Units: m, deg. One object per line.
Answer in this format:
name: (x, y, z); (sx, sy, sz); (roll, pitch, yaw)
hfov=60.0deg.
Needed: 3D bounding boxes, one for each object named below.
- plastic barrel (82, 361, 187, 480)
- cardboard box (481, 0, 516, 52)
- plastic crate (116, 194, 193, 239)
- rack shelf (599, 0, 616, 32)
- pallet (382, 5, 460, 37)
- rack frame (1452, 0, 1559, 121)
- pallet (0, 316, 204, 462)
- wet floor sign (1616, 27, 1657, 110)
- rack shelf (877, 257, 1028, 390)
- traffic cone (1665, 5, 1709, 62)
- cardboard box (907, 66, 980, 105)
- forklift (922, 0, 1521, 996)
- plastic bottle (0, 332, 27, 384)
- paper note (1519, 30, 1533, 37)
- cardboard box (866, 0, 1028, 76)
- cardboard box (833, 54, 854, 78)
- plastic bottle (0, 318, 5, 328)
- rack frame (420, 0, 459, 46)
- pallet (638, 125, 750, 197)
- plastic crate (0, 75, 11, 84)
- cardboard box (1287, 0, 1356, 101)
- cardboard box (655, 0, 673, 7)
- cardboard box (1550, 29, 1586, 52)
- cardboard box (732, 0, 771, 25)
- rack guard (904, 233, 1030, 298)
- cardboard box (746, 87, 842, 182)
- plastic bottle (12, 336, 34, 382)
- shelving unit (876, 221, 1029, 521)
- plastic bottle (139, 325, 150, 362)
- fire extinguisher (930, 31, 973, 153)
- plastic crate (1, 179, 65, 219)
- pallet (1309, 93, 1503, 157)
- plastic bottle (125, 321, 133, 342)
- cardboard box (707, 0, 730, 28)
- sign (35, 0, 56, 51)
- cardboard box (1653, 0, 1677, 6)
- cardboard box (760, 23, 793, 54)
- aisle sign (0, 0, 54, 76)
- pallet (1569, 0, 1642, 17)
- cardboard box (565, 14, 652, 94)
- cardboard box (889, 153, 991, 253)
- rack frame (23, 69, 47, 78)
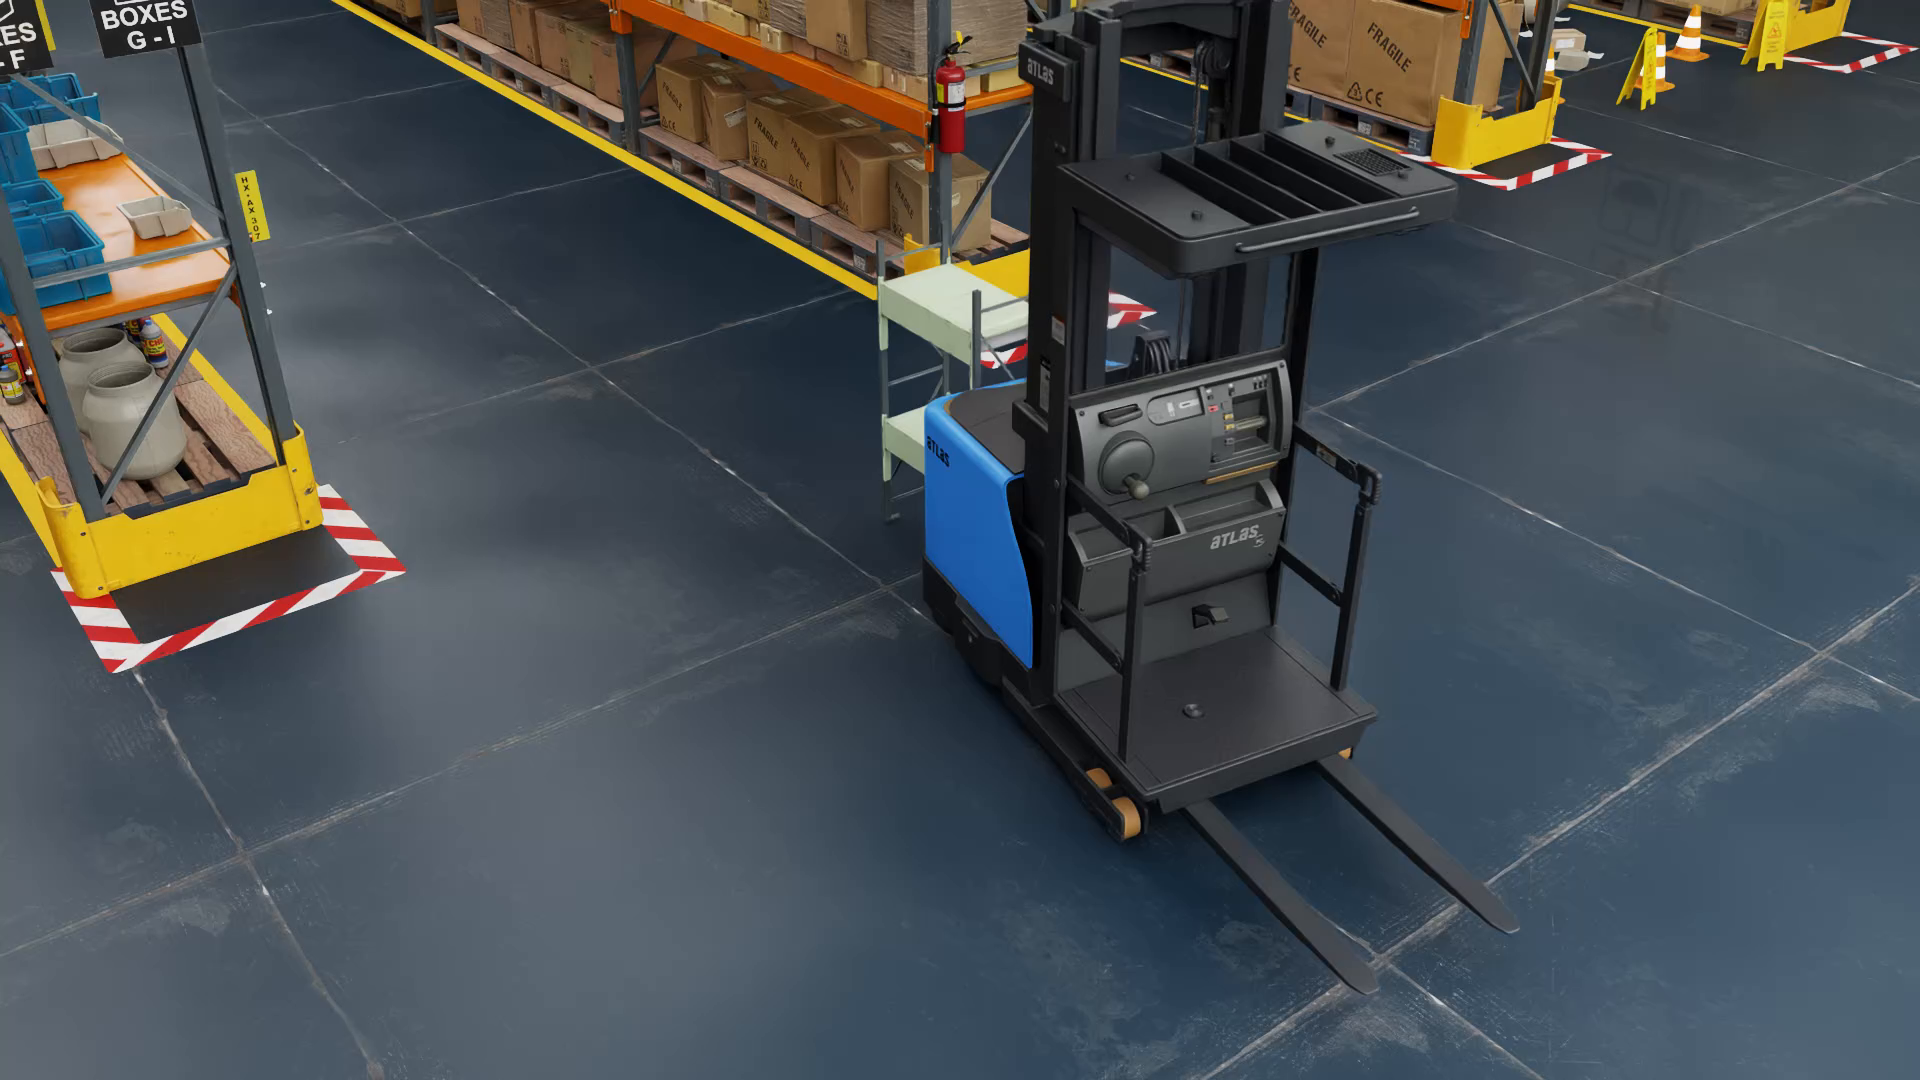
plastic barrel: (-4.137, -0.598, 8.330); (0.421, 0.512, 0.421); (0, 32, 0)
cardboard box: (-3.890, -4.789, 15.069); (0.700, 0.500, 0.500); (-26, 40, -35)
plastic crate: (-3.968, -1.592, 8.220); (0.298, 0.136, 0.250); (-22, 38, -31)
rack shelf: (-3.440, -5.024, 14.179); (1.077, 0.370, 4.000); (-22, 38, -31)
pallet: (-5.091, -5.332, 16.635); (1.003, 0.211, 1.213); (-22, 38, -31)
rack frame: (4.219, -4.392, 12.478); (1.000, 3.000, 0.127); (-22, 38, -31)
pallet: (-4.995, -0.907, 9.511); (1.003, 0.211, 1.213); (-22, 38, -31)
wet floor sign: (5.801, -4.020, 14.112); (0.232, 0.644, 0.267); (26, 40, 35)
rack shelf: (-0.001, -0.975, 7.659); (0.431, 0.370, 0.720); (-22, 38, -31)
traffic cone: (6.784, -4.720, 15.411); (0.336, 0.463, 0.334); (-22, 38, -31)
cardboard box: (-0.099, -2.775, 10.113); (0.380, 0.149, 0.250); (-22, 38, -31)
forklift: (0.942, -0.361, 6.053); (1.130, 2.935, 3.031); (-15, 35, -23)
plastic bottle: (-5.279, -0.994, 9.172); (0.152, 0.276, 0.135); (-22, 38, -31)
paper note: (5.513, -4.922, 16.157); (0.148, 0.019, 0.142); (-10, 33, -15)
cardboard box: (-0.077, -3.236, 10.241); (0.875, 0.500, 0.500); (-22, 38, -31)
cardboard box: (-0.587, -3.076, 10.597); (0.380, 0.149, 0.250); (-22, 38, -31)
plastic bottle: (-5.481, -1.256, 9.593); (0.152, 0.276, 0.135); (-22, 38, -31)
rack frame: (-4.667, -6.164, 15.331); (1.000, 3.000, 0.127); (-22, 38, -31)
pallet: (-1.774, -3.043, 12.950); (1.003, 0.211, 1.213); (-22, 38, -31)
plastic crate: (-5.906, -2.608, 9.665); (0.767, 0.338, 0.504); (-22, 38, -31)
cardboard box: (3.210, -4.295, 13.938); (0.875, 0.875, 0.875); (-23, 39, -32)
cardboard box: (-2.001, -3.999, 12.084); (0.380, 0.149, 0.250); (-22, 38, -31)
cardboard box: (5.668, -4.717, 15.704); (0.380, 0.149, 0.250); (-4, 32, -7)
cardboard box: (-1.048, -3.840, 11.214); (0.875, 0.500, 0.500); (-22, 38, -31)
rack guard: (0.192, -1.799, 10.673); (1.175, 0.500, 0.348); (-22, 38, -31)
cardboard box: (-1.200, -2.964, 12.150); (0.500, 0.500, 0.500); (-26, 40, -35)
plastic bottle: (-5.195, -1.032, 9.226); (0.061, 0.283, 0.133); (-22, 38, -31)
shelving unit: (-0.001, -0.644, 7.865); (0.431, 1.500, 0.755); (-22, 38, -31)
plastic bottle: (-4.603, -1.125, 9.453); (0.097, 0.201, 0.097); (0, 32, 0)
fire extinguisher: (-0.055, -2.600, 9.666); (0.296, 0.674, 0.183); (-22, 38, -31)
plastic crate: (-4.610, -1.548, 8.040); (0.499, 0.251, 0.408); (-22, 38, -31)
pallet: (3.667, -3.515, 13.710); (1.003, 0.211, 1.213); (-22, 38, -31)
plastic bottle: (-4.811, -1.296, 9.662); (0.097, 0.271, 0.097); (0, 32, 0)
cardboard box: (-1.534, -3.690, 11.586); (0.380, 0.149, 0.250); (-22, 38, -31)
sign: (-5.685, -3.185, 10.273); (0.100, 0.325, 0.005); (-22, 38, -31)
cardboard box: (7.048, -5.514, 16.494); (0.500, 0.250, 0.500); (-22, 38, -31)
cardboard box: (-1.102, -3.366, 11.064); (0.380, 0.149, 0.250); (-22, 38, -31)
aisle sign: (-3.864, -2.205, 6.494); (0.394, 0.787, 0.004); (-22, 38, -31)
pallet: (6.806, -5.741, 17.293); (1.003, 0.211, 1.213); (-22, 38, -31)
cardboard box: (-2.851, -4.089, 13.943); (0.700, 0.500, 0.500); (-23, 38, -32)
cardboard box: (-0.131, -2.212, 10.939); (0.500, 0.500, 0.500); (-15, 35, -23)
rack frame: (-6.126, -2.894, 10.067); (1.000, 3.000, 0.127); (-22, 38, -31)
